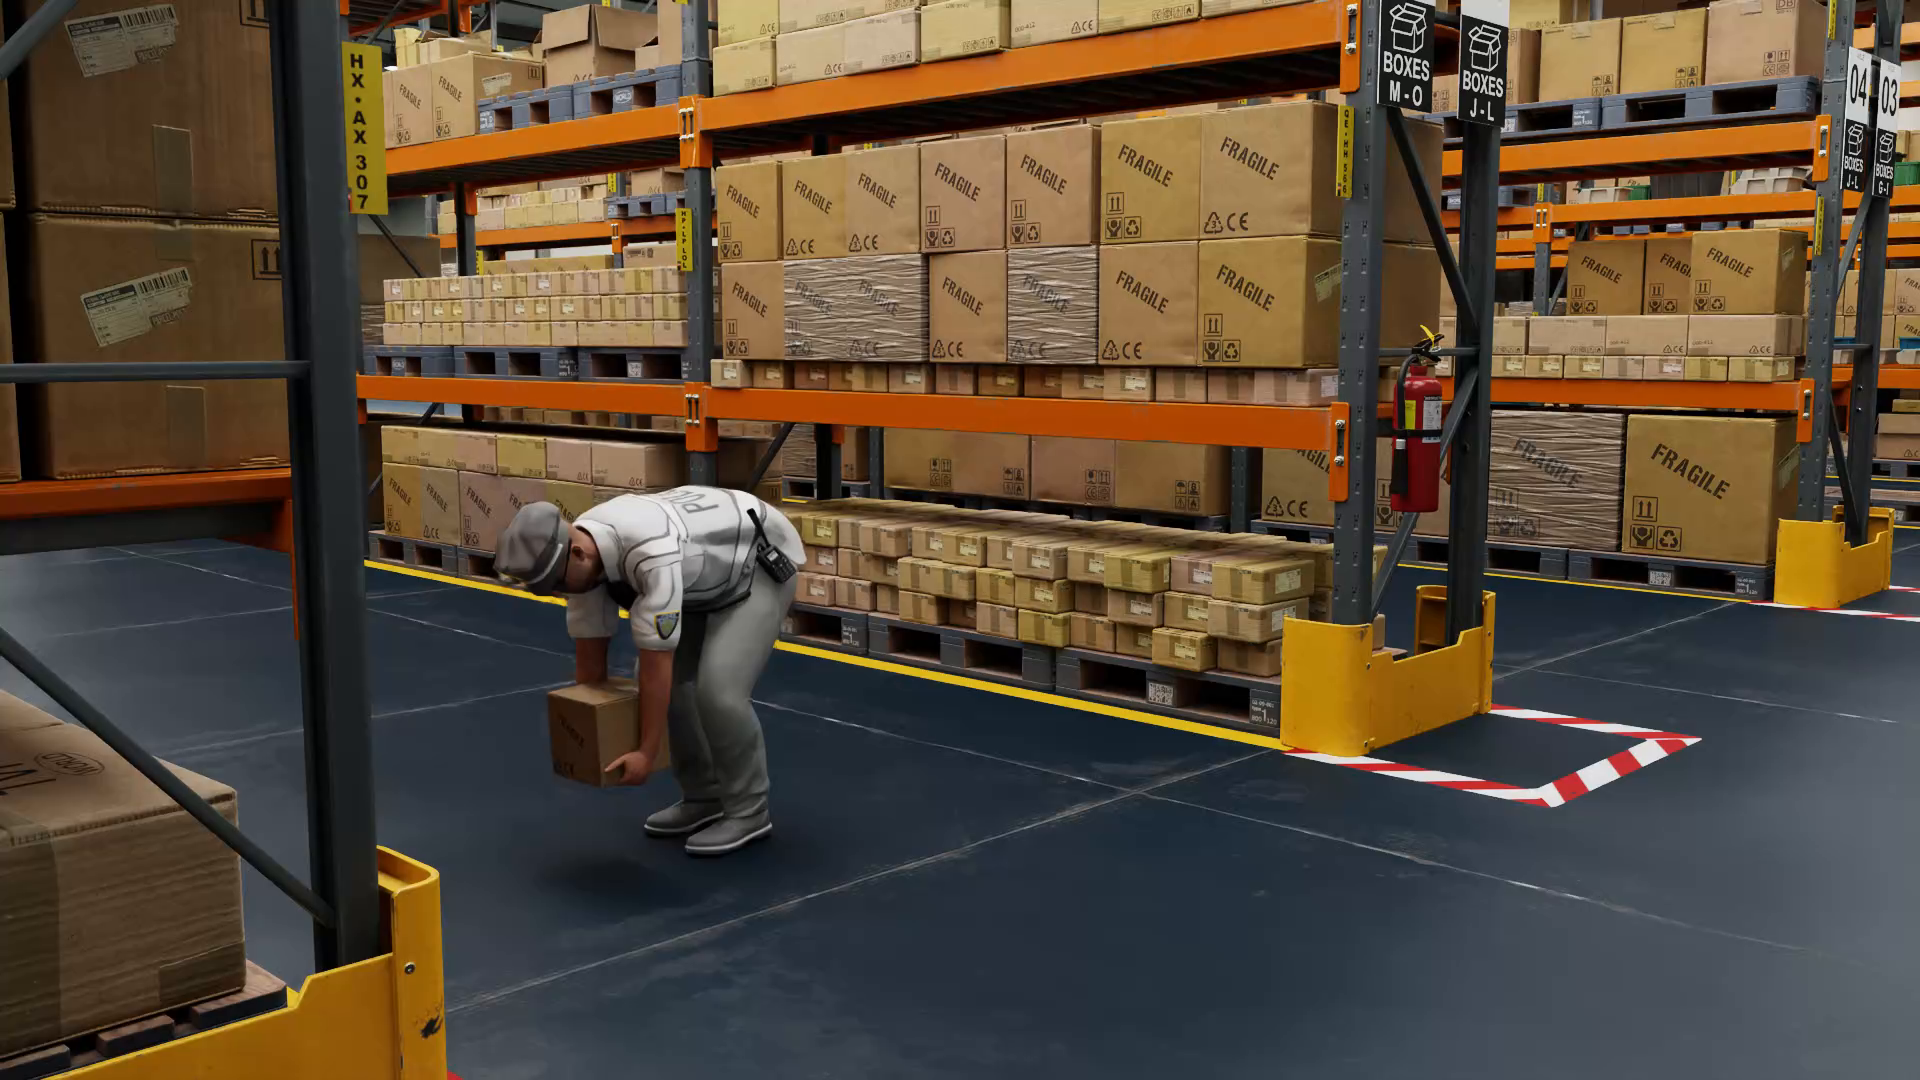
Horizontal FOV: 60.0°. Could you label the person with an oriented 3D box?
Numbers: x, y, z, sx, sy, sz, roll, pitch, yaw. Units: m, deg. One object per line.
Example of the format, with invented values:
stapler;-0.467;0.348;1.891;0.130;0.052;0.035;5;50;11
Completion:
person;-0.931;0.407;5.049;0.490;1.113;1.045;6;9;41
